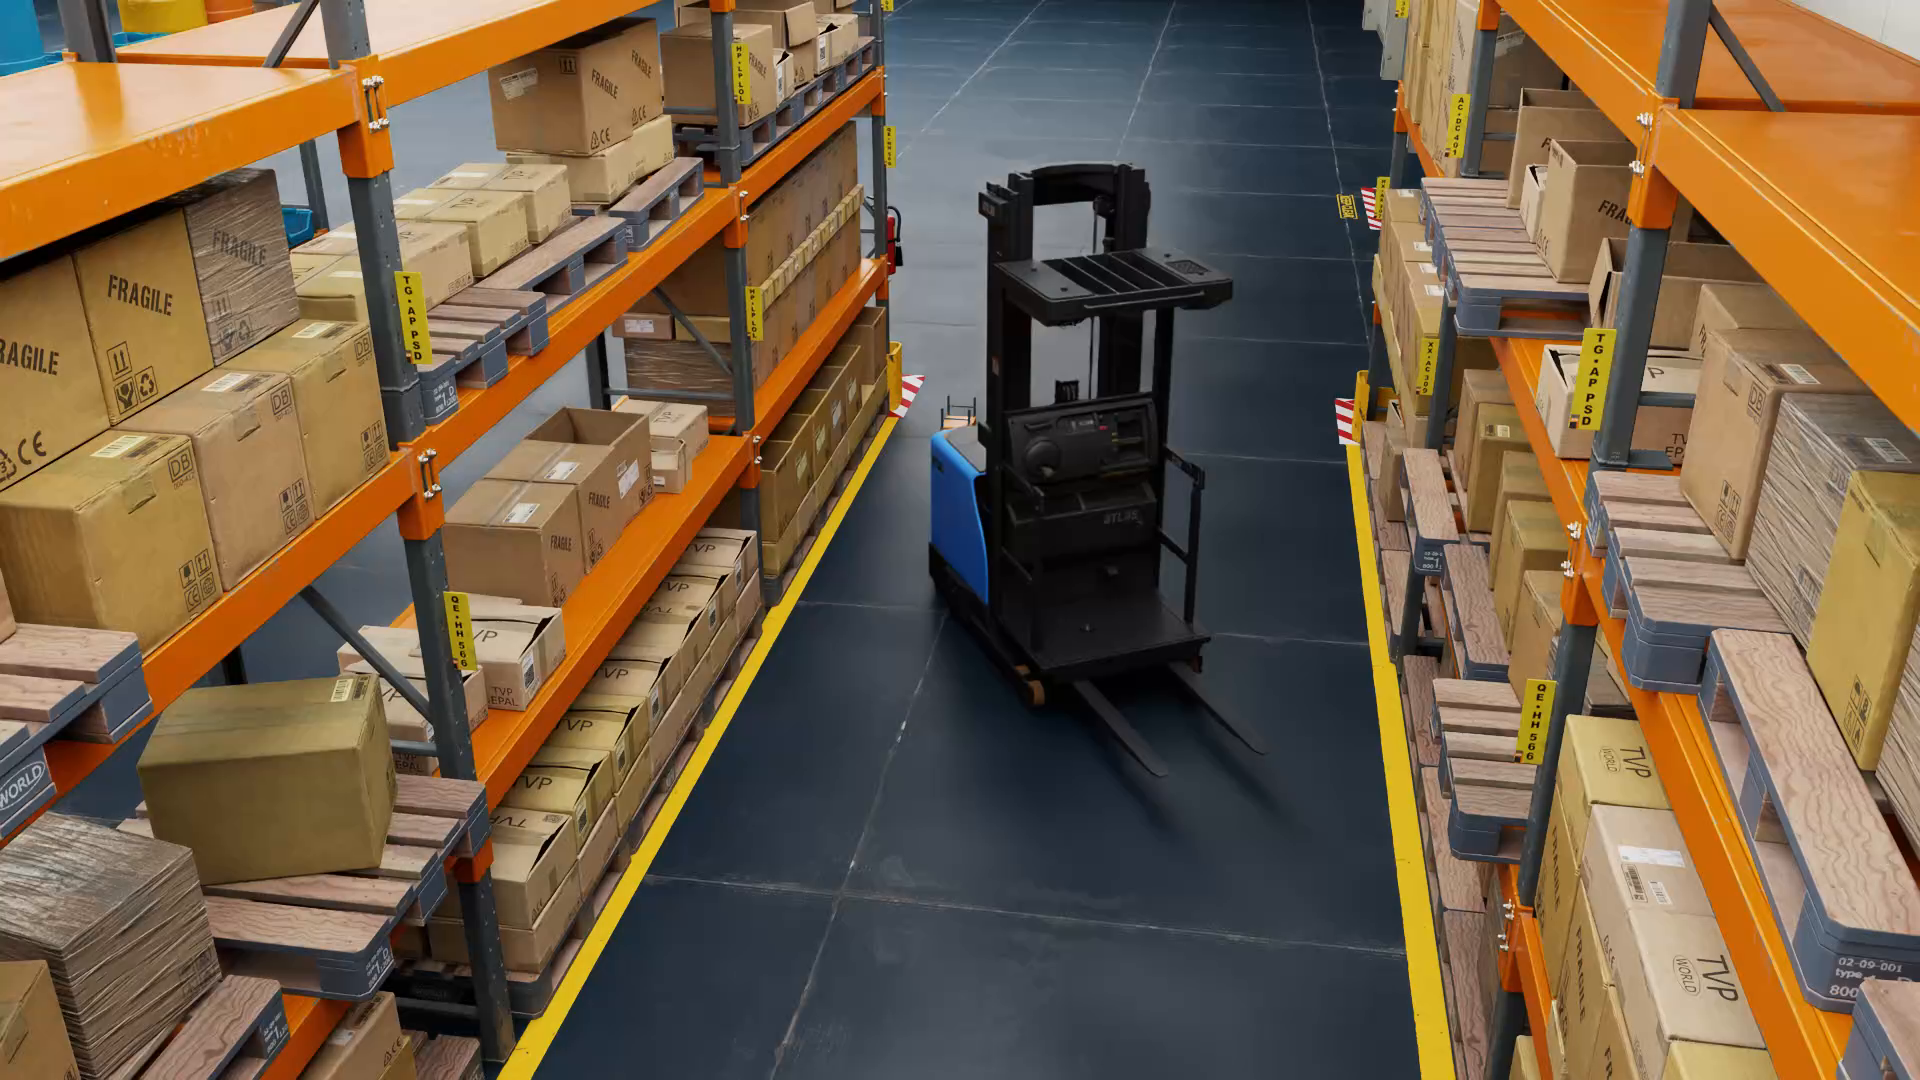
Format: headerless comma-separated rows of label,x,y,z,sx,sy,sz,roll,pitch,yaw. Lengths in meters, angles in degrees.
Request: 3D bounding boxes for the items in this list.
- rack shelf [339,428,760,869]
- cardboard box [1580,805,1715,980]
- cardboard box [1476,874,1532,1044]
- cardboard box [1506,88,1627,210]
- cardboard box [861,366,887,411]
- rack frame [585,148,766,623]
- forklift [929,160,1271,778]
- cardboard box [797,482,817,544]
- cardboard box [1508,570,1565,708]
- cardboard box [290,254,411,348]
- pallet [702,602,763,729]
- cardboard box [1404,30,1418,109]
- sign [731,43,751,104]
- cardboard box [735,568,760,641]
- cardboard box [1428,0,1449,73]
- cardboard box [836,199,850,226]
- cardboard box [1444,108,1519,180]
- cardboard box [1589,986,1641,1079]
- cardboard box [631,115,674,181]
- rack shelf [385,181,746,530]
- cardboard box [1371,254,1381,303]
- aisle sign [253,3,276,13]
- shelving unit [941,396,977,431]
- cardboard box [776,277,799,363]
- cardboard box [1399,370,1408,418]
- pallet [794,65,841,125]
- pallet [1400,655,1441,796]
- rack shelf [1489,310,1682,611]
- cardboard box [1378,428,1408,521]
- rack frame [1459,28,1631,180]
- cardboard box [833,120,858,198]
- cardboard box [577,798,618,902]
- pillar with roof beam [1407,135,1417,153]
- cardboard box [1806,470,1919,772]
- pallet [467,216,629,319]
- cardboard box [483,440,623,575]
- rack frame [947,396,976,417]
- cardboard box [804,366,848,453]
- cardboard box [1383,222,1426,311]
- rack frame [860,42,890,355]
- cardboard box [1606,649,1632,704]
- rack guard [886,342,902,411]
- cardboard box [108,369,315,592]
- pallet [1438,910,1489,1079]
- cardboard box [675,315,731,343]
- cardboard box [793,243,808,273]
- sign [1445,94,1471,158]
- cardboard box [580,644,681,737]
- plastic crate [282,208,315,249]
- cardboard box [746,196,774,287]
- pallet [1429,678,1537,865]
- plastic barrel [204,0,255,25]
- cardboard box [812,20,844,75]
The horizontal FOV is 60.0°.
rack shelf,-2.077,0.286,8.448,1.077,0.370,4.000,4,25,9
cardboard box,2.068,1.007,4.684,0.500,0.250,0.500,4,25,8
cardboard box,2.550,1.767,6.867,0.700,0.500,0.500,4,25,9
cardboard box,2.969,-1.905,8.130,0.500,0.500,0.500,8,26,16
cardboard box,-0.892,-1.249,13.628,0.500,0.250,0.500,4,25,9
rack frame,-1.750,-0.876,10.083,1.000,3.000,0.127,4,25,9
forklift,0.797,-0.549,9.465,1.130,2.935,3.031,-9,27,-19
cardboard box,-1.288,-0.202,11.392,0.500,0.250,0.500,4,25,9
cardboard box,2.615,0.461,6.589,0.700,0.500,0.500,2,25,4
cardboard box,-2.385,-0.877,6.229,0.500,0.250,0.500,2,25,5
pallet,-1.832,0.698,10.010,1.003,0.211,1.213,4,25,9
cardboard box,3.367,-3.275,11.529,0.500,0.500,0.500,6,26,12
sign,-1.213,-2.578,9.199,0.100,0.325,0.005,4,25,9
cardboard box,-1.532,0.373,10.163,0.500,0.250,0.500,4,25,8
cardboard box,3.106,-3.077,9.927,0.500,0.500,0.500,3,25,7
cardboard box,-1.054,-2.498,12.666,0.380,0.149,0.250,4,25,8
cardboard box,2.977,-2.176,9.182,0.500,0.500,0.500,5,25,10
cardboard box,1.975,1.561,4.385,0.500,0.500,0.500,4,25,8
cardboard box,-1.860,-2.100,8.841,0.500,0.250,0.500,7,26,14
rack shelf,-2.077,-1.072,7.812,1.077,0.370,4.000,4,25,9
cardboard box,3.398,-1.966,12.566,0.500,0.250,0.500,3,25,7
aisle sign,-5.678,-4.080,13.863,0.394,0.787,0.004,4,25,9
shelving unit,-0.009,-0.453,11.480,0.215,1.050,0.252,4,25,9
cardboard box,-1.518,-1.538,11.379,0.700,0.500,0.500,4,25,9
cardboard box,3.006,-0.902,10.293,0.500,0.250,0.500,4,25,9
pallet,-1.434,-3.062,11.319,1.003,0.211,1.213,4,25,9
pallet,3.012,1.054,9.248,1.003,0.211,1.213,4,25,9
rack shelf,2.811,-0.730,7.083,1.077,0.370,4.000,4,25,9
cardboard box,3.327,-0.449,11.601,0.700,0.500,0.500,2,25,5
rack frame,3.138,-3.251,8.081,1.000,3.000,0.127,4,25,9
cardboard box,-1.194,-2.965,12.898,0.700,0.500,0.500,4,25,9
cardboard box,-1.947,1.443,7.876,0.500,0.250,0.500,3,25,7
pillar with roof beam,2.244,-9.889,22.261,9.100,9.000,0.400,4,25,9
cardboard box,2.323,0.198,3.613,0.700,0.500,0.500,5,26,11
pallet,-2.201,-1.234,7.532,1.003,0.211,1.213,5,26,11
cardboard box,-2.060,-0.171,8.460,0.500,0.500,0.500,4,25,9
rack frame,0.011,-0.504,11.589,0.200,1.050,0.008,4,25,9
cardboard box,-1.122,-0.960,12.126,0.500,0.500,0.500,4,25,9
cardboard box,3.236,-1.887,11.513,0.500,0.500,0.500,3,25,7
rack frame,-1.096,-2.549,13.657,1.000,3.000,0.127,4,25,9
cardboard box,2.511,0.454,5.840,0.380,0.149,0.250,1,25,2
rack guard,-1.092,-1.427,14.208,1.175,0.500,0.348,4,25,9
cardboard box,-2.525,-0.209,5.001,0.910,0.500,0.500,4,25,9
pallet,2.613,2.075,7.068,1.003,0.211,1.213,4,25,9
cardboard box,-1.515,-1.314,10.136,0.380,0.149,0.250,4,25,8
cardboard box,-1.265,-1.962,11.520,0.380,0.149,0.250,4,25,8
sign,2.601,-2.161,8.681,0.100,0.325,0.005,4,25,9
cardboard box,-1.782,0.751,8.694,0.500,0.311,0.500,4,25,8
plastic crate,-5.769,-2.596,13.934,0.499,0.251,0.616,4,25,9
cardboard box,-1.602,-1.906,10.636,0.700,0.500,0.500,4,25,8
pallet,2.495,0.920,6.472,1.213,0.211,1.003,4,25,9
plastic barrel,-5.937,-4.425,13.124,0.600,0.830,0.708,4,25,9
cardboard box,-1.115,-3.388,11.356,0.500,0.311,0.500,7,26,15
